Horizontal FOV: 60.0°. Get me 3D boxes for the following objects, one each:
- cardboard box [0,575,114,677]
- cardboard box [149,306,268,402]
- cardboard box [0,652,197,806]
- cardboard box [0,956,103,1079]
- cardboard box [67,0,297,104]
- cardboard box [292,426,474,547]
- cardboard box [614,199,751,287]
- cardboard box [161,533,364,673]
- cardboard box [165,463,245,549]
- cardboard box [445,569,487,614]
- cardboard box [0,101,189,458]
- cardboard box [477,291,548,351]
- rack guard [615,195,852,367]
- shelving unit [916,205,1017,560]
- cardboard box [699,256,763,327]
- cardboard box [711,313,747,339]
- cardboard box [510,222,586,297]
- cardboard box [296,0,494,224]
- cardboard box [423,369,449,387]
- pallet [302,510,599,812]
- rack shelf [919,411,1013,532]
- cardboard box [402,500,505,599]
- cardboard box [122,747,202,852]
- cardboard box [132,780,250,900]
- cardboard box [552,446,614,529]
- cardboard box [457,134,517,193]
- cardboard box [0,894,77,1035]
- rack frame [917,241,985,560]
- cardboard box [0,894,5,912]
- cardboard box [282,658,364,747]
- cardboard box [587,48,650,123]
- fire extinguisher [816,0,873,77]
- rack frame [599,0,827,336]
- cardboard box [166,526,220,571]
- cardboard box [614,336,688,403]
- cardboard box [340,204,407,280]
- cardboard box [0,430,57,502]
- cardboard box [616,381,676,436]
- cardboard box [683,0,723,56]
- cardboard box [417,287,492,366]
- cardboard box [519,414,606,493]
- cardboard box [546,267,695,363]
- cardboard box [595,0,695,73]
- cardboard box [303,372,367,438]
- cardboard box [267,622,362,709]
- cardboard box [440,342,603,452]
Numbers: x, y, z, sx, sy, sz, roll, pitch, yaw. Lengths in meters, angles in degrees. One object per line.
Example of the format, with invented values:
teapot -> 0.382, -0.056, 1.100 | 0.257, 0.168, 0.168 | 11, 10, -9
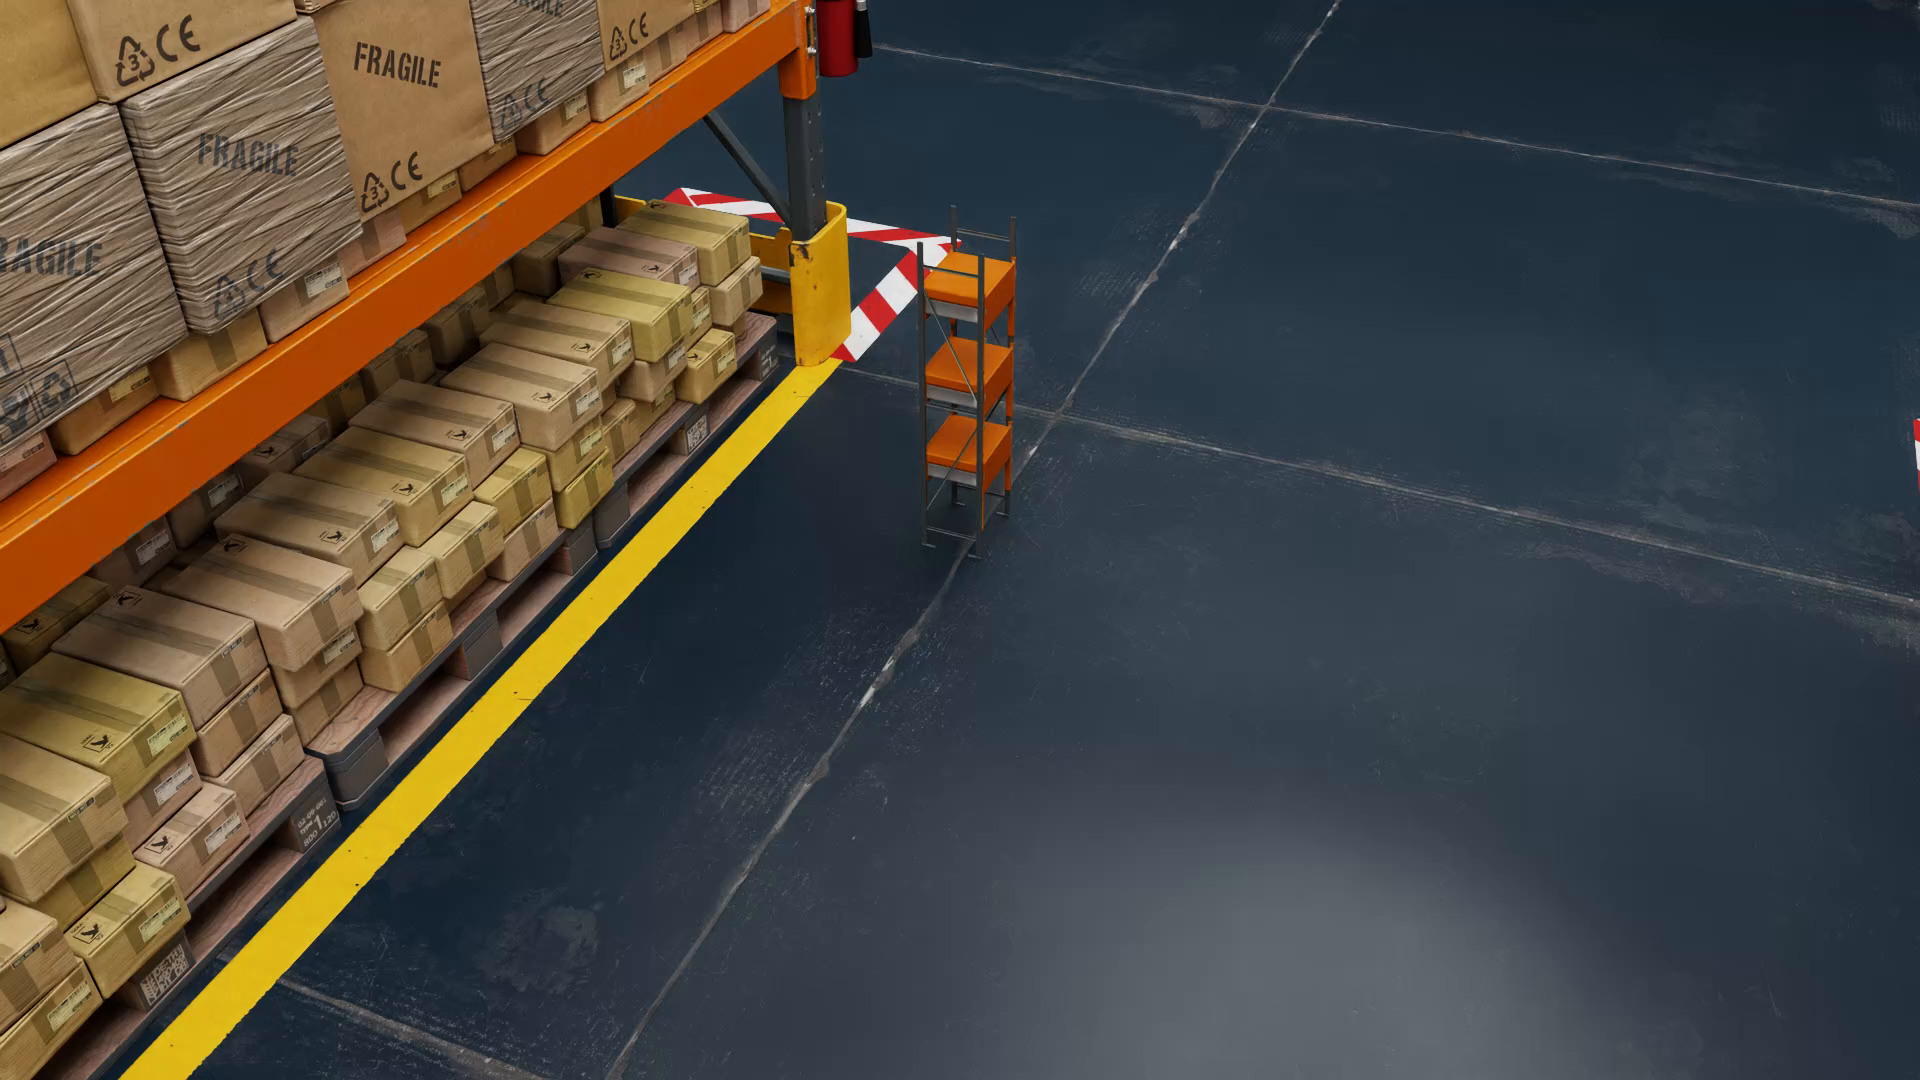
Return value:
cardboard box -> -2.276, 0.183, 4.033 | 0.380, 0.149, 0.250 | 15, 39, 19
cardboard box -> -1.732, -0.455, 3.563 | 0.380, 0.149, 0.250 | 15, 39, 19
cardboard box -> -1.957, 0.422, 3.714 | 0.380, 0.149, 0.250 | 13, 39, 17
cardboard box -> -2.055, 0.965, 3.484 | 0.380, 0.149, 0.250 | 12, 38, 16
cardboard box -> -1.690, -1.196, 3.178 | 0.500, 0.500, 0.500 | 14, 39, 18
cardboard box -> -1.549, -0.148, 4.475 | 0.380, 0.149, 0.250 | 14, 39, 18
cardboard box -> -0.935, -1.008, 5.627 | 0.380, 0.149, 0.250 | 14, 39, 18
cardboard box -> -1.707, 0.150, 4.078 | 0.380, 0.149, 0.250 | 15, 39, 19
cardboard box -> -2.167, -0.140, 4.465 | 0.380, 0.149, 0.250 | 13, 39, 16
cardboard box -> -1.569, 0.075, 4.675 | 0.380, 0.149, 0.250 | 15, 39, 19
cardboard box -> -1.887, -0.532, 3.124 | 0.500, 0.500, 0.500 | 14, 39, 18
cardboard box -> -1.573, -0.714, 5.482 | 0.380, 0.149, 0.250 | 14, 39, 18
rack guard -> -0.997, -1.051, 6.239 | 1.175, 0.500, 0.348 | 14, 39, 18
shelving unit -> 0.020, -0.450, 4.975 | 0.215, 1.050, 0.252 | 14, 39, 18
cardboard box -> -0.905, -0.883, 5.708 | 0.380, 0.149, 0.250 | 13, 39, 17
cardboard box -> -0.976, -0.782, 5.821 | 0.380, 0.149, 0.250 | 14, 39, 18
cardboard box -> -1.476, -0.966, 5.571 | 0.380, 0.149, 0.250 | 15, 39, 19
cardboard box -> -1.485, -1.106, 3.892 | 0.500, 0.500, 0.500 | 16, 40, 20
cardboard box -> -1.784, -0.428, 5.099 | 0.380, 0.149, 0.250 | 12, 38, 16
pallet -> -1.805, 0.179, 4.834 | 1.003, 0.211, 1.213 | 14, 39, 18
rack shelf -> 0.020, -0.219, 5.148 | 0.215, 0.259, 0.240 | 14, 39, 18
cardboard box -> -1.480, -0.009, 4.538 | 0.380, 0.149, 0.250 | 14, 39, 18
cardboard box -> -1.984, 0.543, 3.800 | 0.380, 0.149, 0.250 | 14, 39, 17
cardboard box -> -1.907, 0.668, 3.881 | 0.380, 0.149, 0.250 | 14, 39, 18
cardboard box -> -1.281, -0.195, 5.036 | 0.380, 0.149, 0.250 | 12, 38, 16
cardboard box -> -1.403, -1.056, 4.367 | 0.380, 0.149, 0.250 | 12, 38, 16
cardboard box -> -2.056, 0.847, 3.394 | 0.380, 0.149, 0.250 | 16, 40, 20
rack frame -> -0.026, -0.383, 4.885 | 0.200, 1.050, 0.008 | 14, 39, 18
cardboard box -> -2.168, 0.712, 3.326 | 0.380, 0.149, 0.250 | 15, 39, 20
cardboard box -> -1.786, 0.360, 4.294 | 0.380, 0.149, 0.250 | 12, 38, 16
cardboard box -> -1.117, -1.331, 4.735 | 0.380, 0.149, 0.250 | 15, 39, 19
fire extinguisher -> -0.446, -1.949, 5.728 | 0.296, 0.674, 0.183 | 14, 39, 18
rack frame -> -0.968, -2.095, 5.547 | 1.000, 3.000, 0.127 | 14, 39, 18
cardboard box -> -2.102, 0.017, 4.504 | 0.380, 0.149, 0.250 | 12, 38, 16
cardboard box -> -1.101, -0.595, 5.322 | 0.380, 0.149, 0.250 | 12, 38, 16
cardboard box -> -1.565, -0.761, 3.972 | 0.380, 0.149, 0.250 | 15, 39, 19
cardboard box -> -1.997, -0.181, 3.197 | 0.380, 0.149, 0.250 | 12, 38, 16
cardboard box -> -1.160, -0.490, 5.430 | 0.380, 0.149, 0.250 | 14, 39, 18
cardboard box -> -0.960, -1.620, 5.122 | 0.380, 0.149, 0.250 | 14, 39, 18
cardboard box -> -1.708, -0.700, 5.215 | 0.380, 0.149, 0.250 | 12, 38, 16
cardboard box -> -1.286, -0.305, 4.935 | 0.380, 0.149, 0.250 | 14, 39, 18
cardboard box -> -1.065, -0.710, 5.228 | 0.380, 0.149, 0.250 | 13, 39, 17
cardboard box -> -1.102, -1.662, 4.637 | 0.500, 0.500, 0.500 | 13, 39, 17
cardboard box -> -1.964, -0.413, 4.831 | 0.380, 0.149, 0.250 | 14, 39, 18
cardboard box -> -1.752, 0.247, 4.196 | 0.380, 0.149, 0.250 | 16, 40, 20
cardboard box -> -1.273, -0.420, 4.840 | 0.380, 0.149, 0.250 | 15, 39, 19
